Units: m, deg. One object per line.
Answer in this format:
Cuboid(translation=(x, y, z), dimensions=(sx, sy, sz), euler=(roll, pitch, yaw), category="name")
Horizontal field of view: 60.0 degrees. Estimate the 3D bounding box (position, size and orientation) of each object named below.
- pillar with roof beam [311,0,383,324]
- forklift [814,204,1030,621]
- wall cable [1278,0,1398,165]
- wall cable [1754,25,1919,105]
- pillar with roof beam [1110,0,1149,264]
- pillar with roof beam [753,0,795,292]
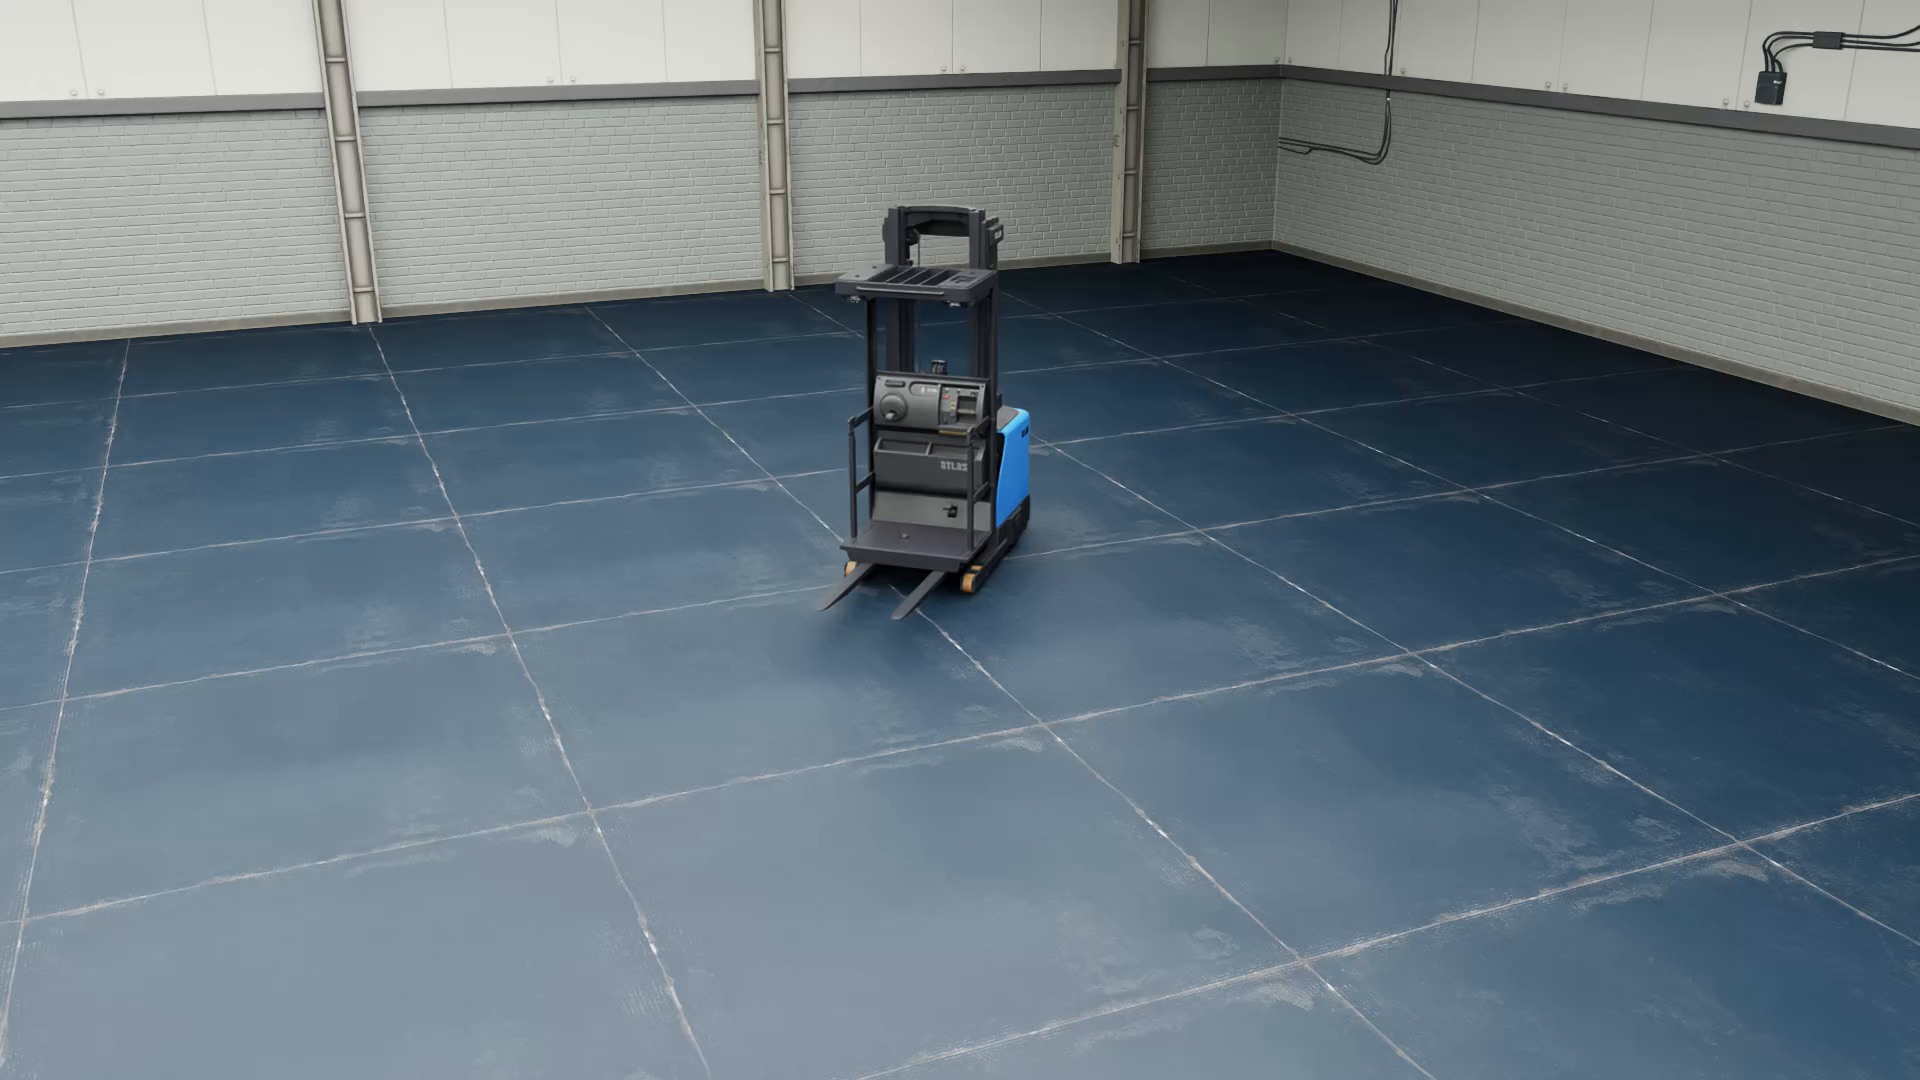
Cuboid(translation=(-6.569, -5.985, 17.970), dimensions=(0.400, 9.000, 9.100), euler=(-8, 21, -22), category="pillar with roof beam")
Cuboid(translation=(-0.309, -1.100, 13.232), dimensions=(1.130, 2.935, 3.031), euler=(6, 20, 17), category="forklift")
Cuboid(translation=(5.973, -7.396, 26.653), dimensions=(0.112, 2.526, 3.097), euler=(-8, 21, -22), category="wall cable")
Cuboid(translation=(9.719, -7.568, 17.344), dimensions=(0.169, 6.003, 2.305), euler=(-8, 21, -22), category="wall cable")
Cuboid(translation=(4.449, -7.563, 22.453), dimensions=(0.400, 9.000, 9.100), euler=(-8, 21, -22), category="pillar with roof beam")
Cuboid(translation=(-1.060, -6.774, 20.212), dimensions=(0.400, 9.000, 9.100), euler=(-8, 21, -22), category="pillar with roof beam")
